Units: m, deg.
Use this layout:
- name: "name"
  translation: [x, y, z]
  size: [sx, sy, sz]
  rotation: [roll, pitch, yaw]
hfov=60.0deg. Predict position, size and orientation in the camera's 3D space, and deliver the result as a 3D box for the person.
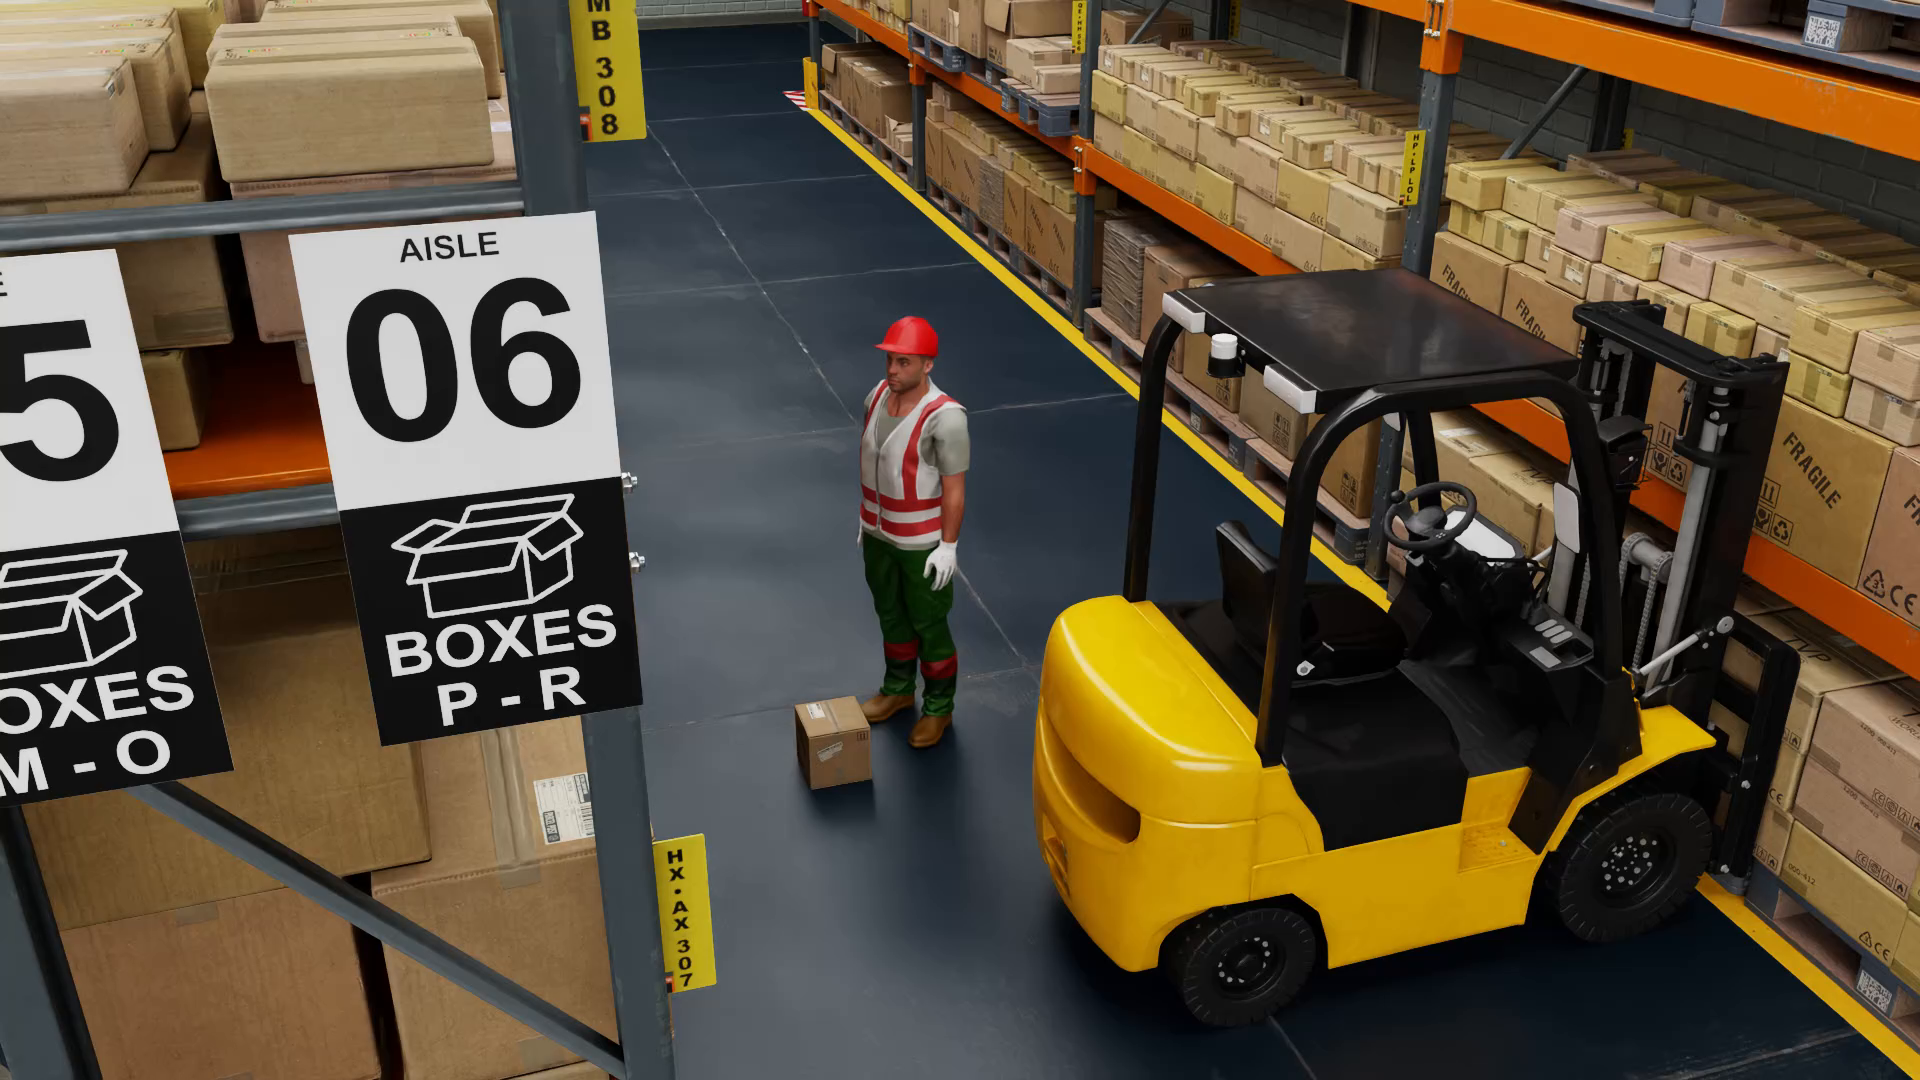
- name: "person"
  translation: [-0.202, -0.026, 6.626]
  size: [0.523, 1.790, 0.322]
  rotation: [24, 35, 39]
